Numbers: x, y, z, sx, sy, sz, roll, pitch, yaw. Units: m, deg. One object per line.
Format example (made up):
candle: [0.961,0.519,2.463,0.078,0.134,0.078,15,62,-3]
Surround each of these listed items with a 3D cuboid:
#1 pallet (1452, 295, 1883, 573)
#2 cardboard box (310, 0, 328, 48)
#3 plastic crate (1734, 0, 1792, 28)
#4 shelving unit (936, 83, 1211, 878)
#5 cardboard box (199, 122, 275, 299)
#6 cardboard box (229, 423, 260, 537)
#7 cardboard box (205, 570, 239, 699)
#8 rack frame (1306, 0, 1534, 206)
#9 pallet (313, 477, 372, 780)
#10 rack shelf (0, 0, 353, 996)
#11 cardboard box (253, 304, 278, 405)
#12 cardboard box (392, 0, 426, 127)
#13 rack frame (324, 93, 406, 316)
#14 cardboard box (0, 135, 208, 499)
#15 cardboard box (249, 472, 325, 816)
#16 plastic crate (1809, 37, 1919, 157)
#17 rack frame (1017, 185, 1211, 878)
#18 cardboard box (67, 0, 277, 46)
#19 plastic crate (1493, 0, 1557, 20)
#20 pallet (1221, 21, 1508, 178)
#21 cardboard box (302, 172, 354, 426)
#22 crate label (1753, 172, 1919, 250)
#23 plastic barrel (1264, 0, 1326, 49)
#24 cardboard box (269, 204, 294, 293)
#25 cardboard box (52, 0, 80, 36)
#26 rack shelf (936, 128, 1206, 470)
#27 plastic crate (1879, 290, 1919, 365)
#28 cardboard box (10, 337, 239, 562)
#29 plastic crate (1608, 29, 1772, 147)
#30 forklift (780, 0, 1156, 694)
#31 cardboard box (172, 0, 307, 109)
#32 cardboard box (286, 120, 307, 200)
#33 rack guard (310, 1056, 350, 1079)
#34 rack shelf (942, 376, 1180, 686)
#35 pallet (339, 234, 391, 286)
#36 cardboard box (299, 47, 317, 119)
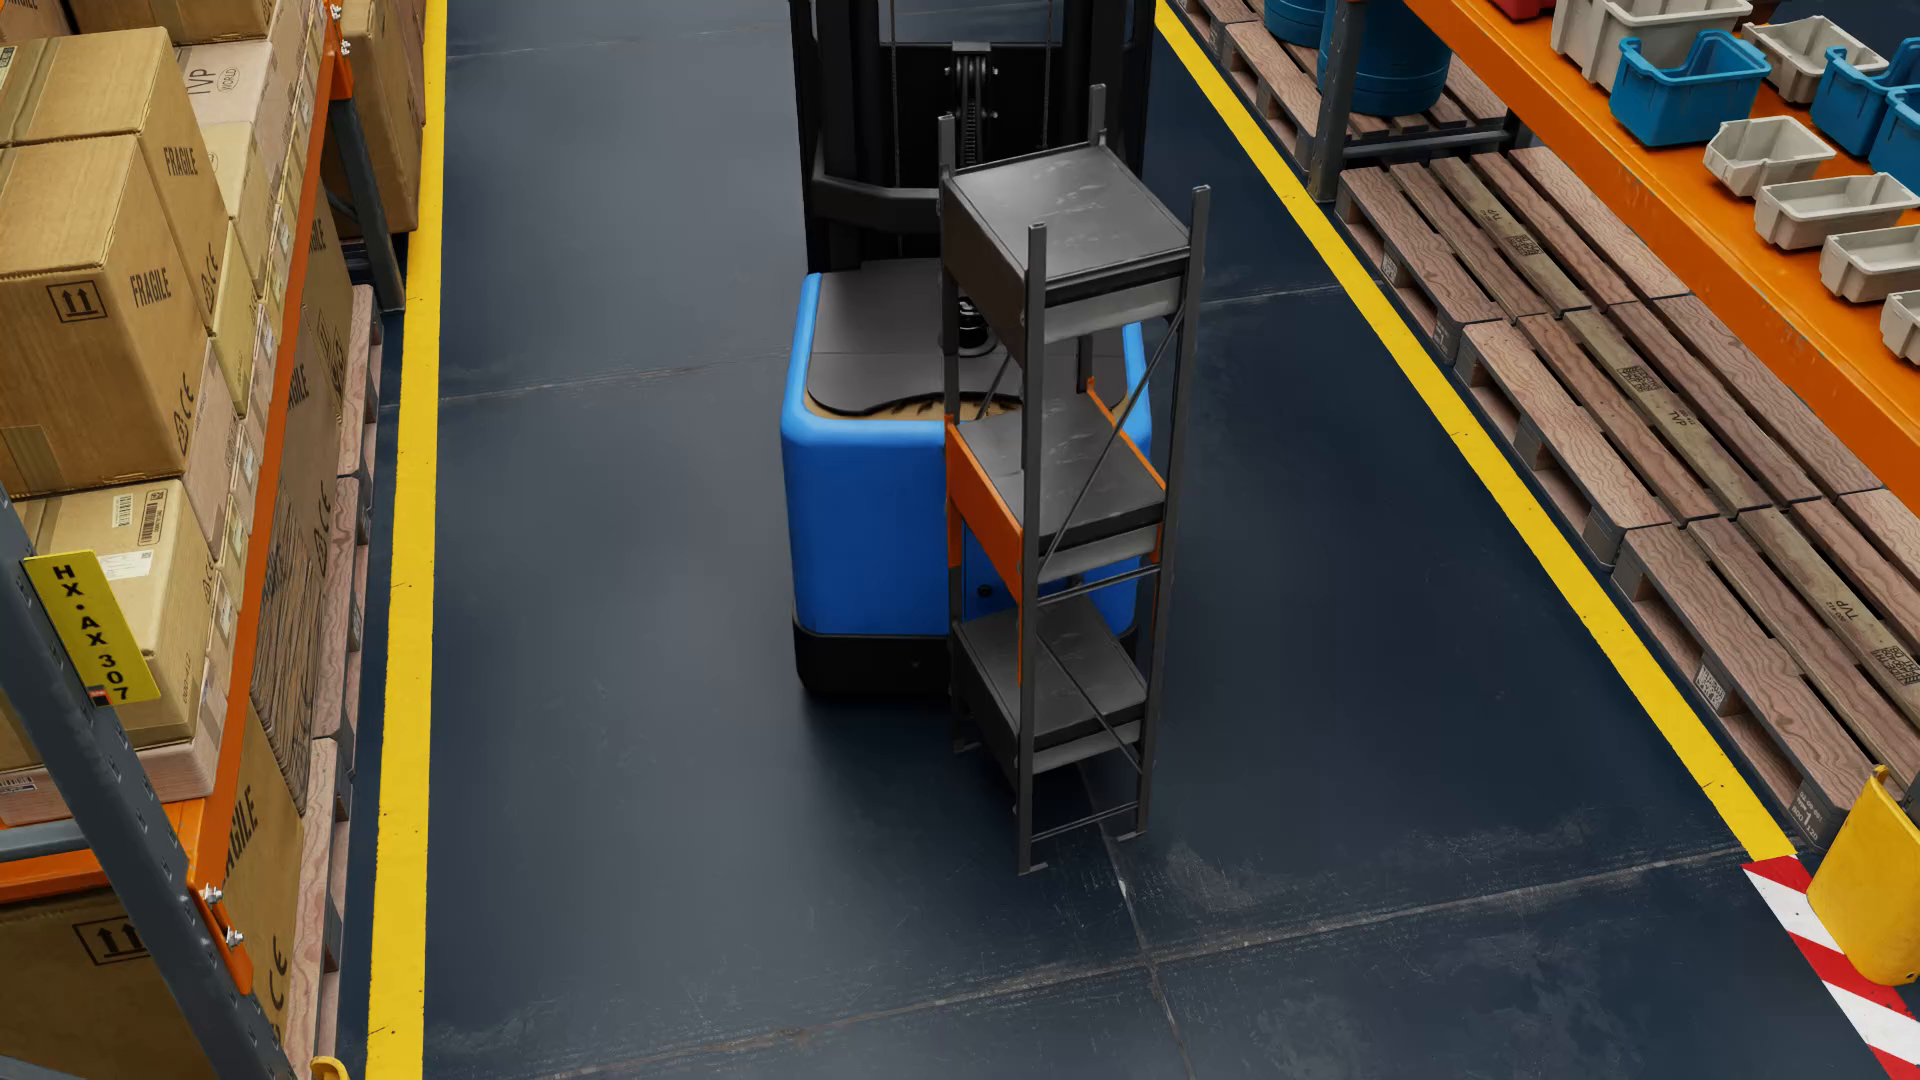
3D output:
pallet: [2.531,-0.424,6.068,1.003,0.211,1.213,-8,42,-9]
cardboard box: [-2.383,-1.776,5.680,0.380,0.149,0.250,-8,42,-9]
plastic crate: [2.572,-1.962,5.863,0.437,0.125,0.590,-8,42,-9]
shelving unit: [0.244,-0.038,4.206,0.431,2.100,0.503,-16,44,-16]
cardboard box: [-2.086,-0.832,4.317,0.500,0.250,0.500,-9,42,-10]
cardboard box: [-1.829,-0.112,3.806,0.380,0.149,0.250,-9,42,-10]
cardboard box: [-1.716,0.223,3.428,0.380,0.149,0.250,-9,42,-10]
rack frame: [2.068,-2.730,6.566,1.000,3.000,0.127,-8,42,-9]
pallet: [-2.414,0.319,5.232,1.003,0.211,1.213,-8,42,-9]
rack shelf: [-2.337,-0.455,4.545,1.077,0.370,4.000,-8,42,-9]
cardboard box: [-1.939,-0.444,4.180,0.380,0.149,0.250,-9,42,-10]
cardboard box: [-3.120,-2.374,7.449,1.225,0.875,0.875,-10,43,-11]
rack frame: [-2.768,-2.020,5.766,1.000,3.000,0.127,-8,42,-9]
cardboard box: [-1.853,-0.437,3.307,0.500,0.500,0.500,-9,42,-10]
cardboard box: [-2.318,0.217,4.530,0.875,0.875,0.875,-8,42,-9]
plastic crate: [2.851,-1.352,5.095,0.416,0.233,0.300,-8,42,-9]
rack frame: [0.336,0.112,4.037,0.400,2.100,0.015,-16,44,-16]
cardboard box: [-2.304,-1.771,4.809,0.500,0.500,0.500,-8,42,-9]
plastic crate: [2.016,-2.162,5.832,0.402,0.464,0.583,-8,42,-9]
pallet: [1.942,-2.193,8.062,1.003,0.211,1.213,-8,42,-9]
cardboard box: [-2.704,-0.943,5.837,0.875,0.875,0.875,-8,42,-9]
crate label: [2.446,-0.931,4.692,0.396,0.136,0.243,-8,42,-9]
plastic barrel: [1.814,-2.916,8.040,0.600,0.901,0.708,-8,42,-9]
cardboard box: [-2.051,-0.778,4.556,0.380,0.149,0.250,-8,42,-9]
cardboard box: [-2.816,-1.688,4.717,0.500,0.500,0.500,-8,42,-9]
rack shelf: [0.236,-0.549,3.748,0.431,0.518,0.480,-16,44,-16]
plastic crate: [2.579,-0.564,4.279,0.396,0.136,0.243,-8,42,-9]
cardboard box: [-1.864,-0.168,3.569,0.500,0.250,0.500,-9,42,-10]
plastic crate: [2.238,-1.391,5.139,0.416,0.233,0.300,-8,42,-9]
forklift: [0.042,-1.575,5.316,1.130,2.935,3.031,1,42,1]
cardboard box: [-2.303,-1.492,5.060,0.500,0.250,0.500,-7,42,-8]
cardboard box: [-2.160,-1.109,4.929,0.380,0.149,0.250,-8,42,-8]
rack guard: [-1.900,1.523,3.658,1.175,0.500,0.348,-8,42,-9]
rack shelf: [0.244,-0.027,4.215,0.431,0.518,0.480,-16,44,-16]
pallet: [-3.008,-1.467,7.243,1.003,0.211,1.213,-8,42,-9]
cardboard box: [-2.272,-1.442,5.305,0.380,0.149,0.250,-9,42,-10]
